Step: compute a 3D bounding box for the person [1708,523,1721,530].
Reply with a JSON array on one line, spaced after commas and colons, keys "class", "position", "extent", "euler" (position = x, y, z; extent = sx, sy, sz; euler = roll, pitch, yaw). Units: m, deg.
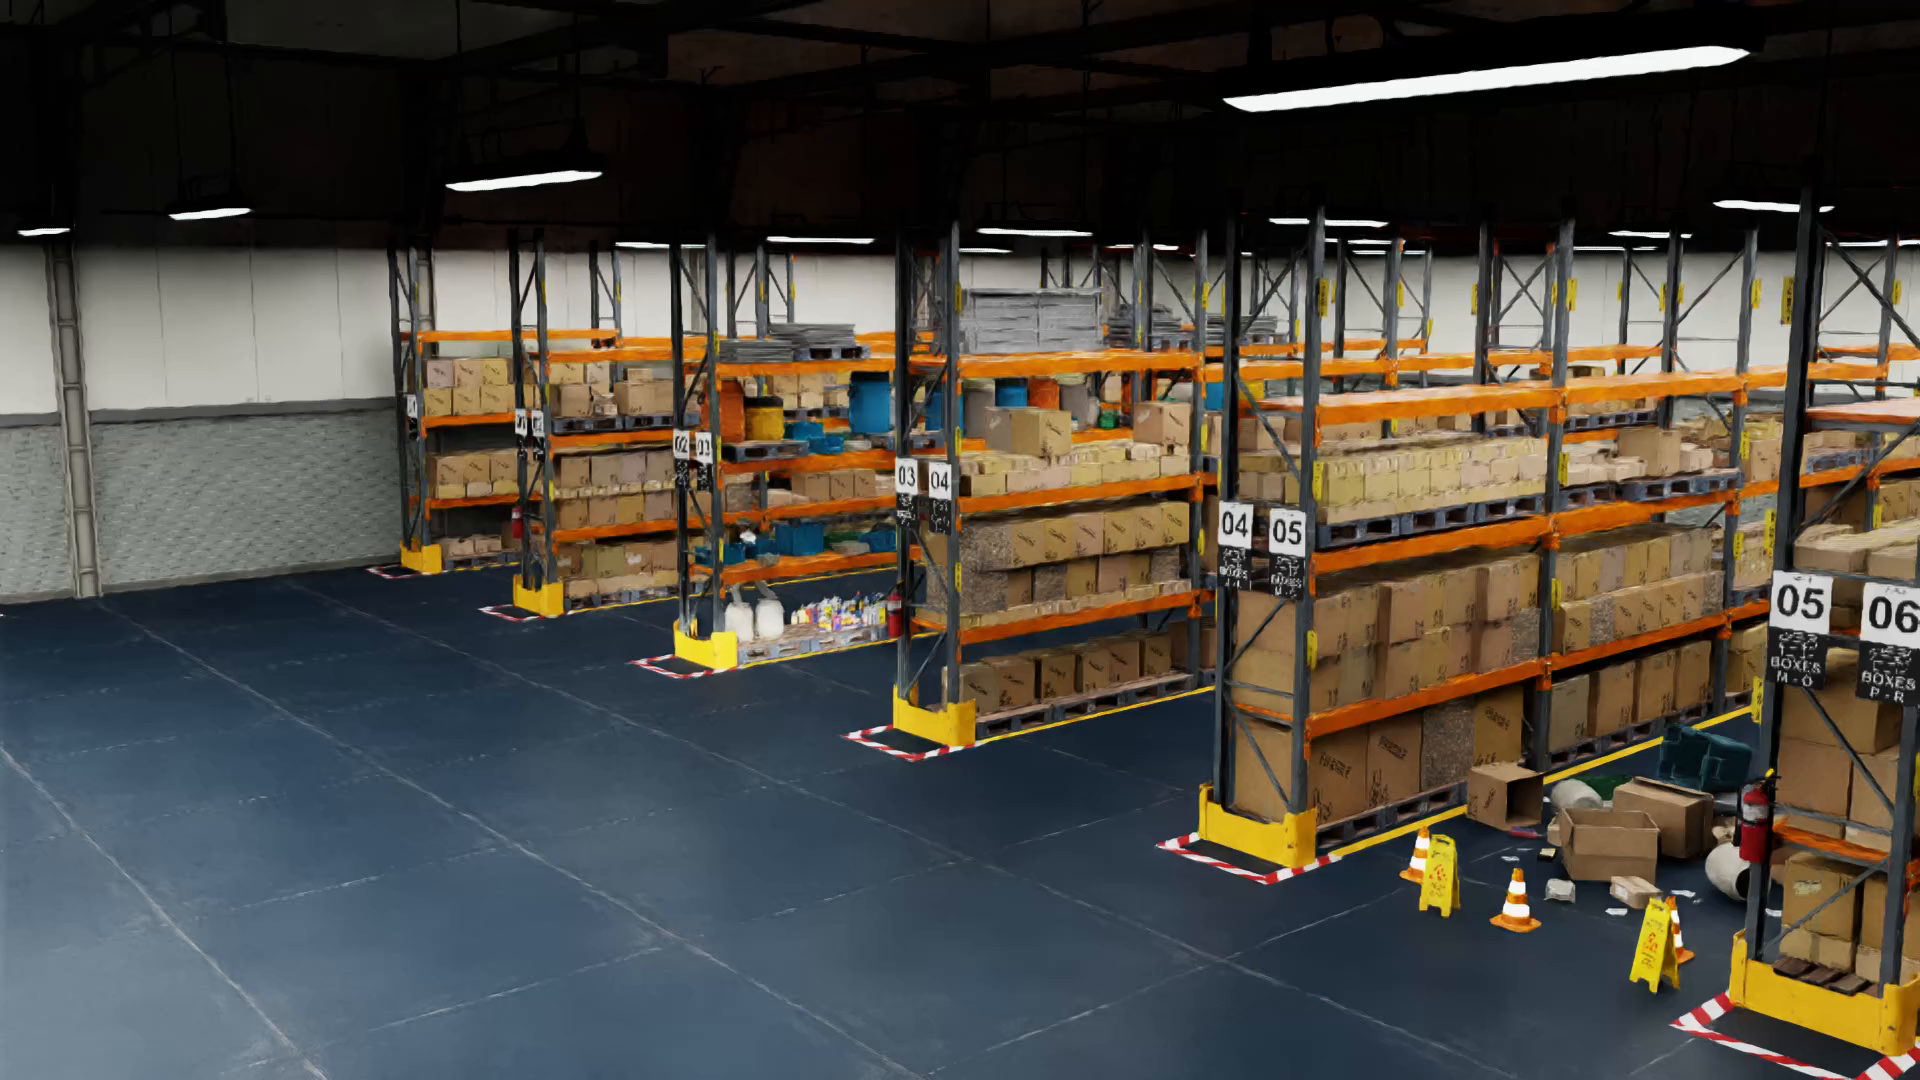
[{"class": "person", "position": [11.350, 0.518, 25.100], "extent": [1.110, 1.590, 0.446], "euler": [-7, 11, -37]}]

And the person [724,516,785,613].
[{"class": "person", "position": [-3.199, 0.418, 25.756], "extent": [0.939, 1.610, 0.505], "euler": [-3, 9, -18]}]
